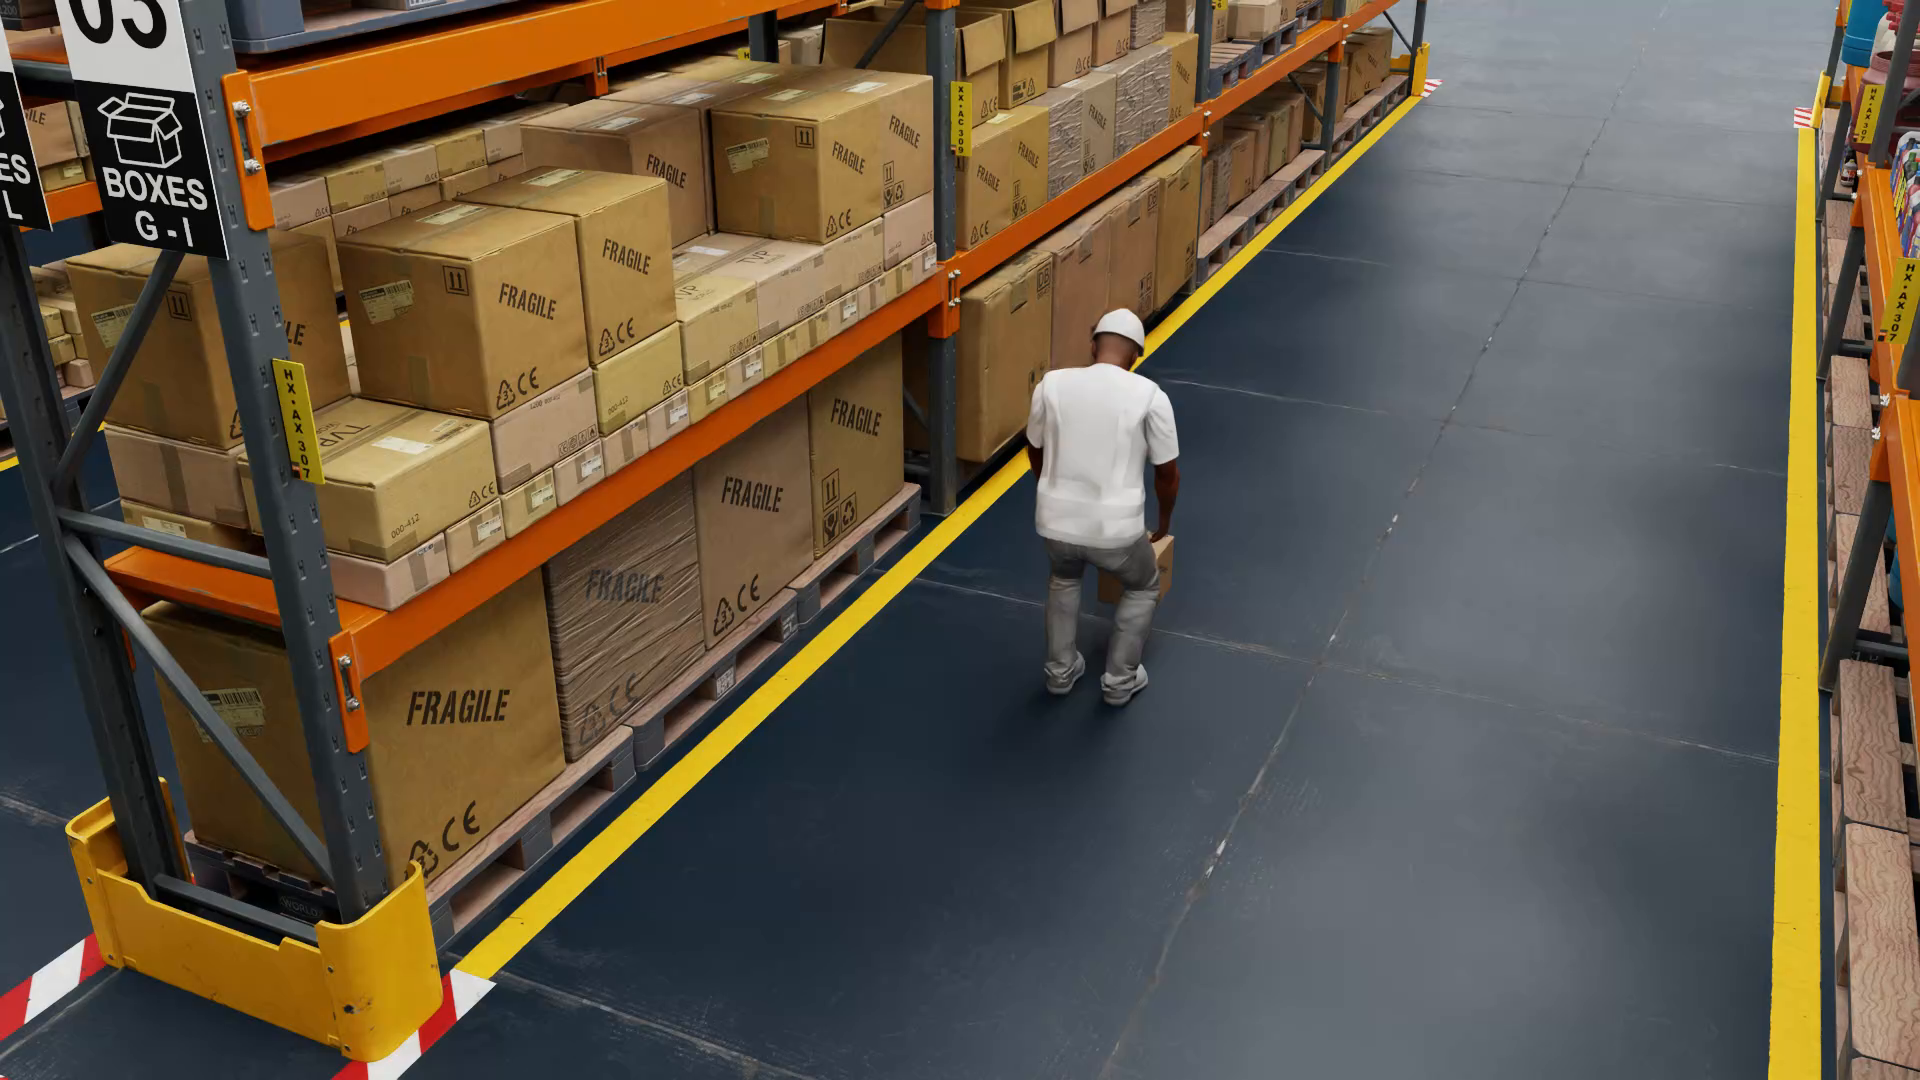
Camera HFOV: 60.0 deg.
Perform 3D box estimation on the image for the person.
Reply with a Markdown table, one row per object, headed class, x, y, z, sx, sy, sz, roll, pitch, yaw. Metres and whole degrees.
| class | x | y | z | sx | sy | sz | roll | pitch | yaw |
| --- | --- | --- | --- | --- | --- | --- | --- | --- | --- |
| person | 0.536 | -0.114 | 6.574 | 0.625 | 1.543 | 0.666 | 12 | 28 | 22 |
